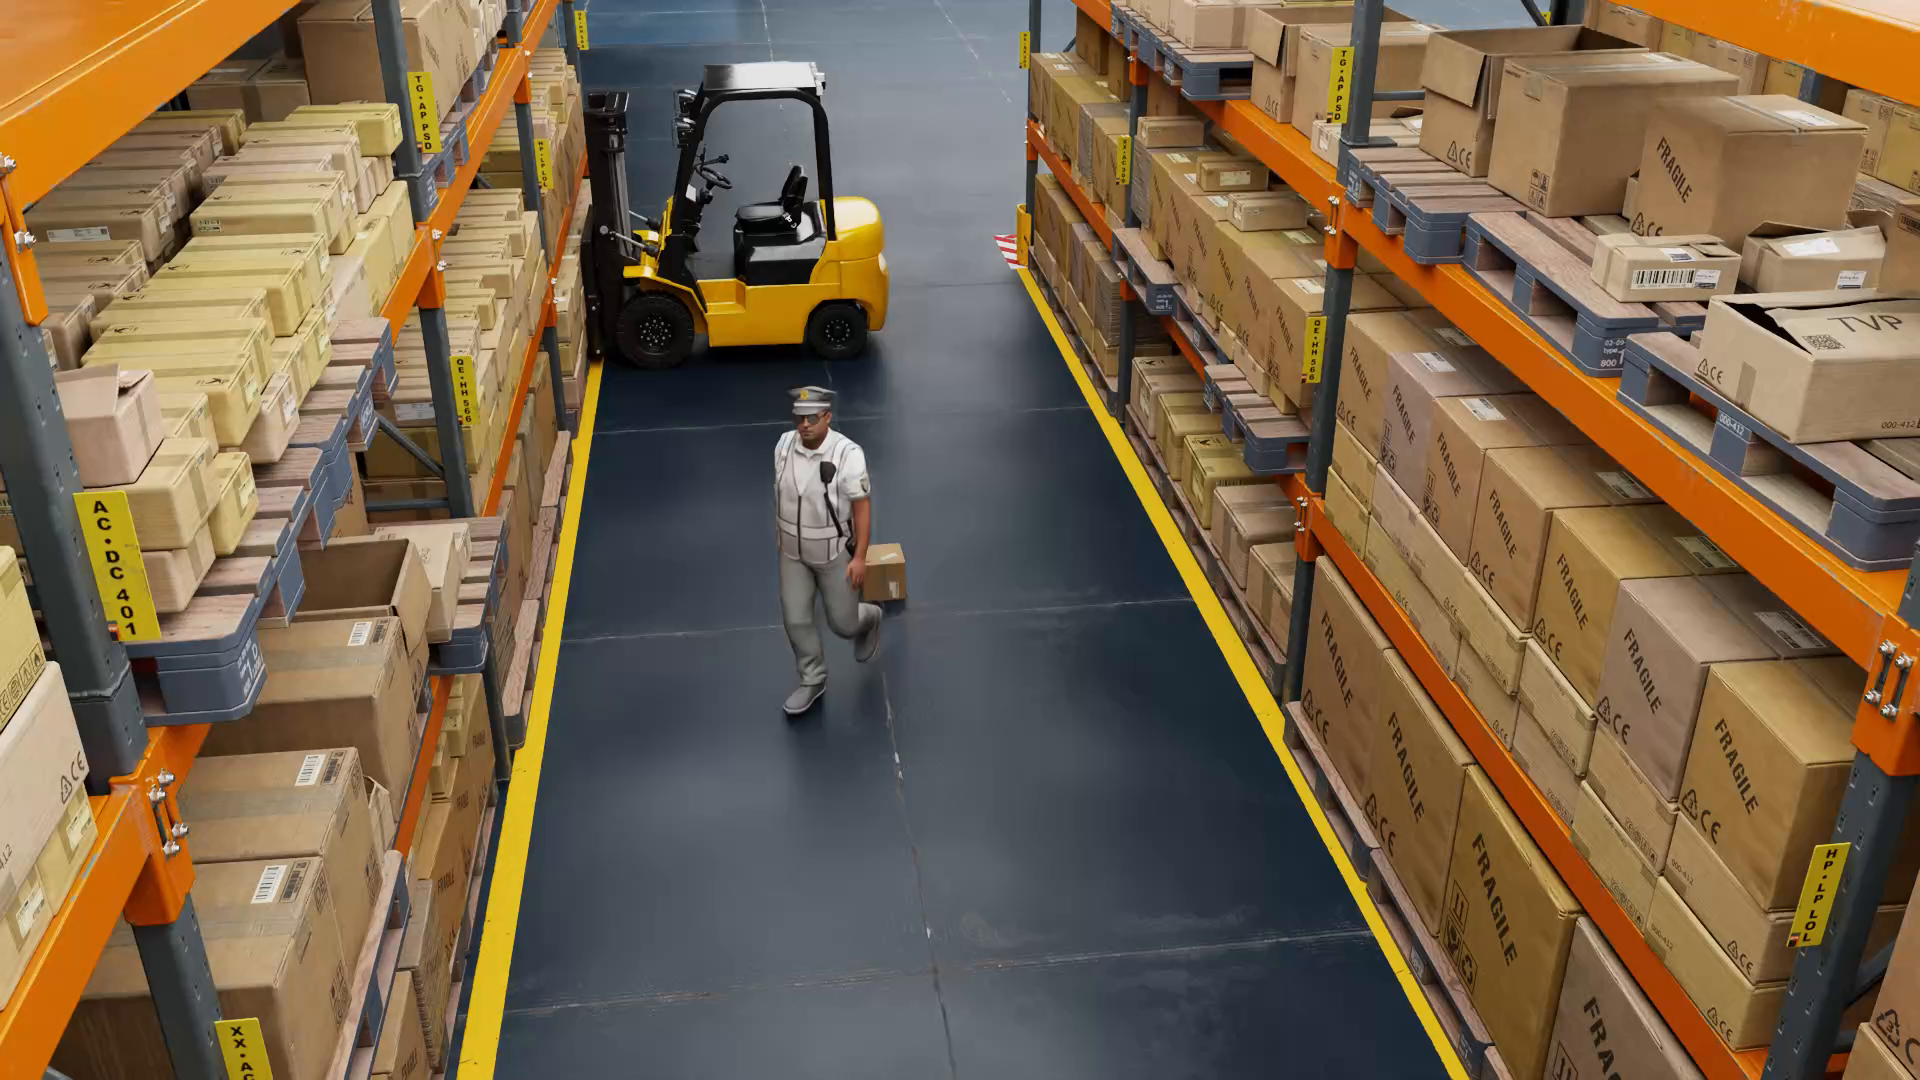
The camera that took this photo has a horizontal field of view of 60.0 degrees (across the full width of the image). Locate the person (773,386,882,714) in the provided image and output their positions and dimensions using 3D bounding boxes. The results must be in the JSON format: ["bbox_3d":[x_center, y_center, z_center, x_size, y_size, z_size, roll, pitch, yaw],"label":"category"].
[{"bbox_3d":[-0.689,-0.005,8.560,0.542,1.748,0.760,11,29,20],"label":"person"}]
